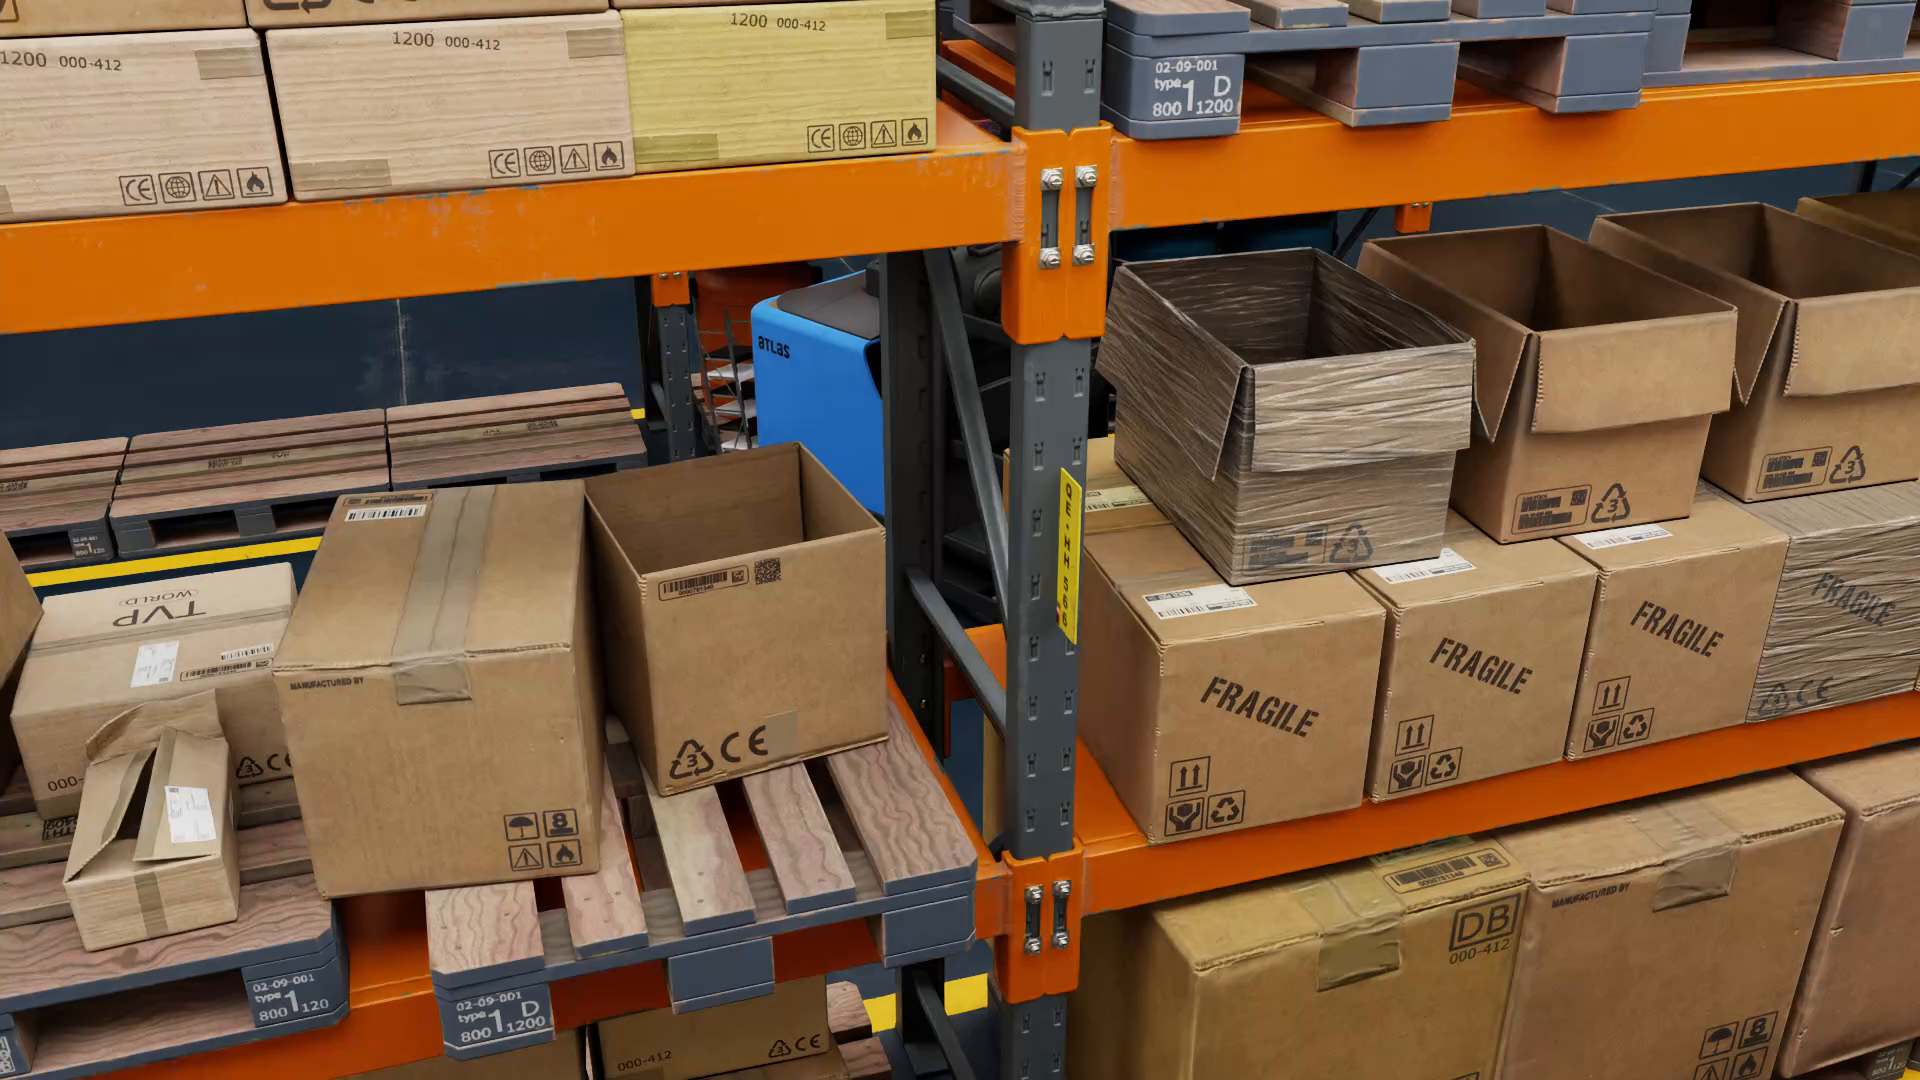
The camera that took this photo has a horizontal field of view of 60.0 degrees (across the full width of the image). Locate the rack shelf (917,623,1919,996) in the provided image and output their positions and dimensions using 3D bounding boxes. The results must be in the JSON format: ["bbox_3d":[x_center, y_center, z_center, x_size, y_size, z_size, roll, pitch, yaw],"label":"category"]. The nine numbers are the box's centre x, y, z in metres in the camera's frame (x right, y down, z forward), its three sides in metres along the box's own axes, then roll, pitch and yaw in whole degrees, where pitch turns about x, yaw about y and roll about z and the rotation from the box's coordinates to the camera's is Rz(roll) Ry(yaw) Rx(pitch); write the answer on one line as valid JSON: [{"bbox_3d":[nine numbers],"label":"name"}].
[{"bbox_3d":[1.926,0.333,4.514,4.000,0.370,1.077,-8,28,-16],"label":"rack shelf"}]

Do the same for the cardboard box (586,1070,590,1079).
[{"bbox_3d":[-1.130,1.392,3.890,0.500,0.500,0.700,-11,28,-20],"label":"cardboard box"}]

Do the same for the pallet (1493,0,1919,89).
[{"bbox_3d":[1.683,-1.239,3.711,1.213,0.211,1.003,-7,27,-14],"label":"pallet"}]

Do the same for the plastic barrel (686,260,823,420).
[{"bbox_3d":[-1.049,-1.098,8.557,0.708,0.830,0.600,-8,28,-16],"label":"plastic barrel"}]

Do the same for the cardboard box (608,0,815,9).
[{"bbox_3d":[-0.352,-1.154,2.654,0.500,0.500,0.500,-8,27,-15],"label":"cardboard box"}]

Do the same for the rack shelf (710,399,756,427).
[{"bbox_3d":[-1.040,-0.618,8.013,0.258,0.077,0.200,9,25,40],"label":"rack shelf"}]

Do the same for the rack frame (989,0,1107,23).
[{"bbox_3d":[0.024,-2.401,2.466,0.127,3.000,1.000,-8,28,-16],"label":"rack frame"}]

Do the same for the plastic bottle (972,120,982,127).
[{"bbox_3d":[0.050,-2.113,8.765,0.133,0.283,0.061,-8,28,-16],"label":"plastic bottle"}]

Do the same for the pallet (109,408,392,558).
[{"bbox_3d":[-3.416,-0.302,8.121,1.213,0.211,1.003,-8,28,-16],"label":"pallet"}]

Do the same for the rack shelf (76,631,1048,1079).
[{"bbox_3d":[-1.877,0.884,3.405,4.000,0.370,1.077,-8,28,-16],"label":"rack shelf"}]

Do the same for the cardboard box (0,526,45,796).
[{"bbox_3d":[-2.159,0.325,3.133,0.637,0.503,0.797,-5,27,-11],"label":"cardboard box"}]

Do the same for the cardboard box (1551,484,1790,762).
[{"bbox_3d":[1.547,0.146,3.970,0.500,0.500,0.500,-9,28,-17],"label":"cardboard box"}]

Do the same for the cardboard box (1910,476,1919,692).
[{"bbox_3d":[2.500,0.011,4.242,0.500,0.500,0.500,-9,28,-17],"label":"cardboard box"}]

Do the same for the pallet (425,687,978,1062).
[{"bbox_3d":[-0.620,0.516,3.554,1.003,0.211,1.213,-8,28,-16],"label":"pallet"}]

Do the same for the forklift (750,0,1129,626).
[{"bbox_3d":[0.453,-1.121,6.712,3.031,2.935,1.130,23,34,38],"label":"forklift"}]

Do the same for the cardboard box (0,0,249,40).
[{"bbox_3d":[-1.311,-1.017,2.378,0.500,0.500,0.500,-8,27,-15],"label":"cardboard box"}]

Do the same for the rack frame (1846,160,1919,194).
[{"bbox_3d":[6.097,-2.909,10.237,0.127,3.000,1.000,-8,28,-16],"label":"rack frame"}]

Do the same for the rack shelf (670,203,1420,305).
[{"bbox_3d":[0.392,-1.761,8.732,4.000,0.370,1.077,-8,28,-16],"label":"rack shelf"}]

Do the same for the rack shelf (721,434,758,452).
[{"bbox_3d":[-1.015,-0.449,8.073,0.258,0.077,0.200,9,25,40],"label":"rack shelf"}]

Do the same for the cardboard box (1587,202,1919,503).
[{"bbox_3d":[1.981,-0.485,4.113,0.637,0.503,0.797,-7,27,-14],"label":"cardboard box"}]

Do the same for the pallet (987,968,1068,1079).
[{"bbox_3d":[0.797,1.459,4.574,1.213,0.211,1.003,-8,28,-16],"label":"pallet"}]

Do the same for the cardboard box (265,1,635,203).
[{"bbox_3d":[-0.819,-0.747,2.676,0.500,0.250,0.500,-8,28,-16],"label":"cardboard box"}]

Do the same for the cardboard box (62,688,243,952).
[{"bbox_3d":[-1.478,0.502,3.044,0.258,0.266,0.396,-9,28,-18],"label":"cardboard box"}]

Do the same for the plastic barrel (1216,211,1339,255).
[{"bbox_3d":[1.771,-1.539,9.364,0.708,0.901,0.600,-8,28,-16],"label":"plastic barrel"}]

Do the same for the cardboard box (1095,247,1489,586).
[{"bbox_3d":[0.725,-0.301,3.743,0.637,0.503,0.797,-7,27,-14],"label":"cardboard box"}]

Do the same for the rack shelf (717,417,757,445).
[{"bbox_3d":[-1.027,-0.533,8.043,0.258,0.077,0.200,9,25,40],"label":"rack shelf"}]

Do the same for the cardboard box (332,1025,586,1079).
[{"bbox_3d":[-1.105,1.056,3.724,0.500,0.250,0.500,-5,27,-10],"label":"cardboard box"}]

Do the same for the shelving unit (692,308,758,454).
[{"bbox_3d":[-1.045,-0.649,8.002,0.258,0.900,0.210,9,25,40],"label":"shelving unit"}]

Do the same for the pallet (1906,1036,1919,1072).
[{"bbox_3d":[3.117,1.123,5.251,1.213,0.211,1.003,-8,28,-16],"label":"pallet"}]

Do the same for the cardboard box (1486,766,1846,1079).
[{"bbox_3d":[1.537,0.844,4.593,0.875,0.875,1.225,-8,28,-16],"label":"cardboard box"}]

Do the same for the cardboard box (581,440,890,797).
[{"bbox_3d":[-0.477,0.145,3.500,0.500,0.500,0.500,-12,29,-22],"label":"cardboard box"}]

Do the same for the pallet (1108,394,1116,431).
[{"bbox_3d":[0.385,-0.851,9.227,1.213,0.211,1.003,-8,28,-16],"label":"pallet"}]

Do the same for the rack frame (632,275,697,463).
[{"bbox_3d":[-1.509,-1.808,8.018,0.127,3.000,1.000,-8,28,-16],"label":"rack frame"}]

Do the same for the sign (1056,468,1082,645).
[{"bbox_3d":[0.201,0.032,3.100,0.005,0.325,0.100,-8,28,-16],"label":"sign"}]

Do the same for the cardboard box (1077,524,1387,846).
[{"bbox_3d":[0.571,0.290,3.680,0.500,0.500,0.500,-7,27,-15],"label":"cardboard box"}]

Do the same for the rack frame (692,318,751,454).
[{"bbox_3d":[-1.109,-0.614,7.932,0.240,0.900,0.006,9,25,40],"label":"rack frame"}]
